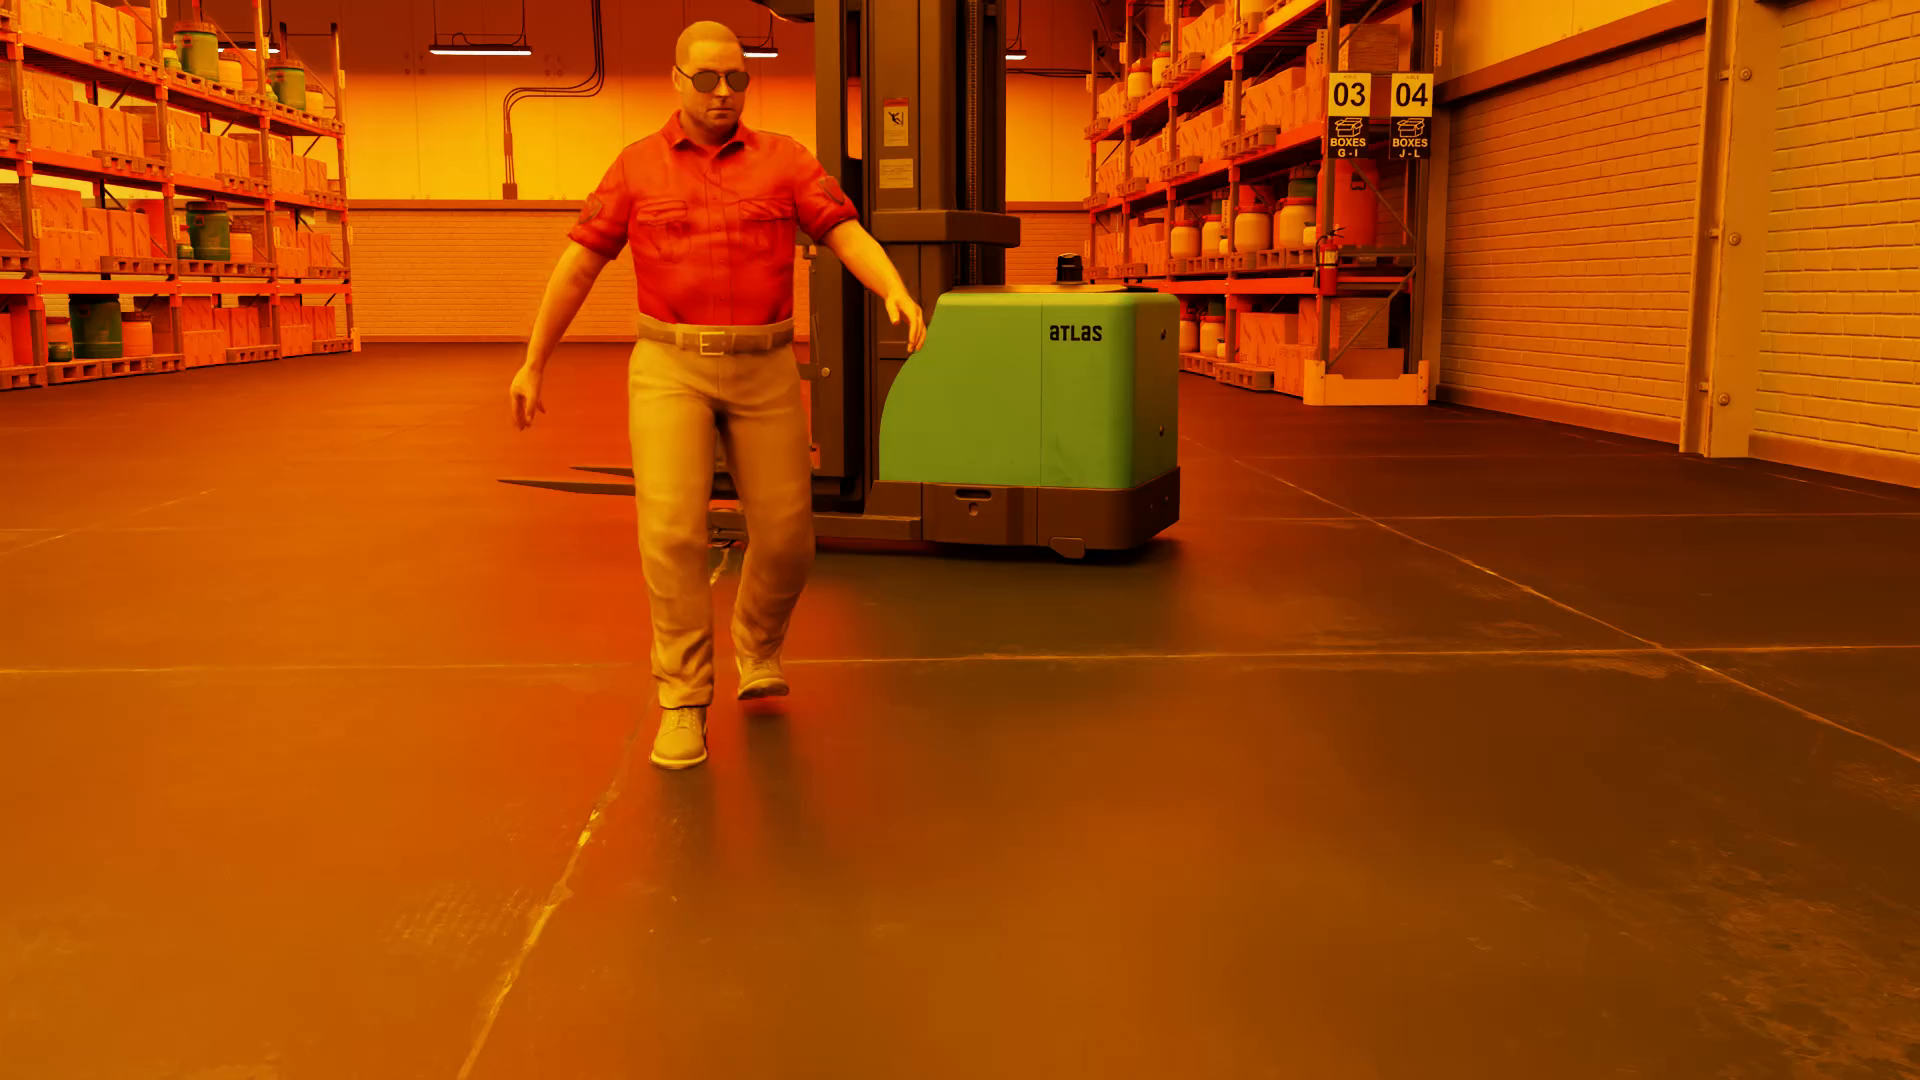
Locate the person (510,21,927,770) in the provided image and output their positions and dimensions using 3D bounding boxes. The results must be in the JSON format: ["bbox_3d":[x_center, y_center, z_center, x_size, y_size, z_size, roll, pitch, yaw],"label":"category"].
[{"bbox_3d":[-0.602,-0.364,3.999,0.943,1.709,0.740,-2,9,-13],"label":"person"}]

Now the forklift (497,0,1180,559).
[{"bbox_3d":[-0.594,-1.480,7.297,3.031,2.935,1.130,3,9,19],"label":"forklift"}]
